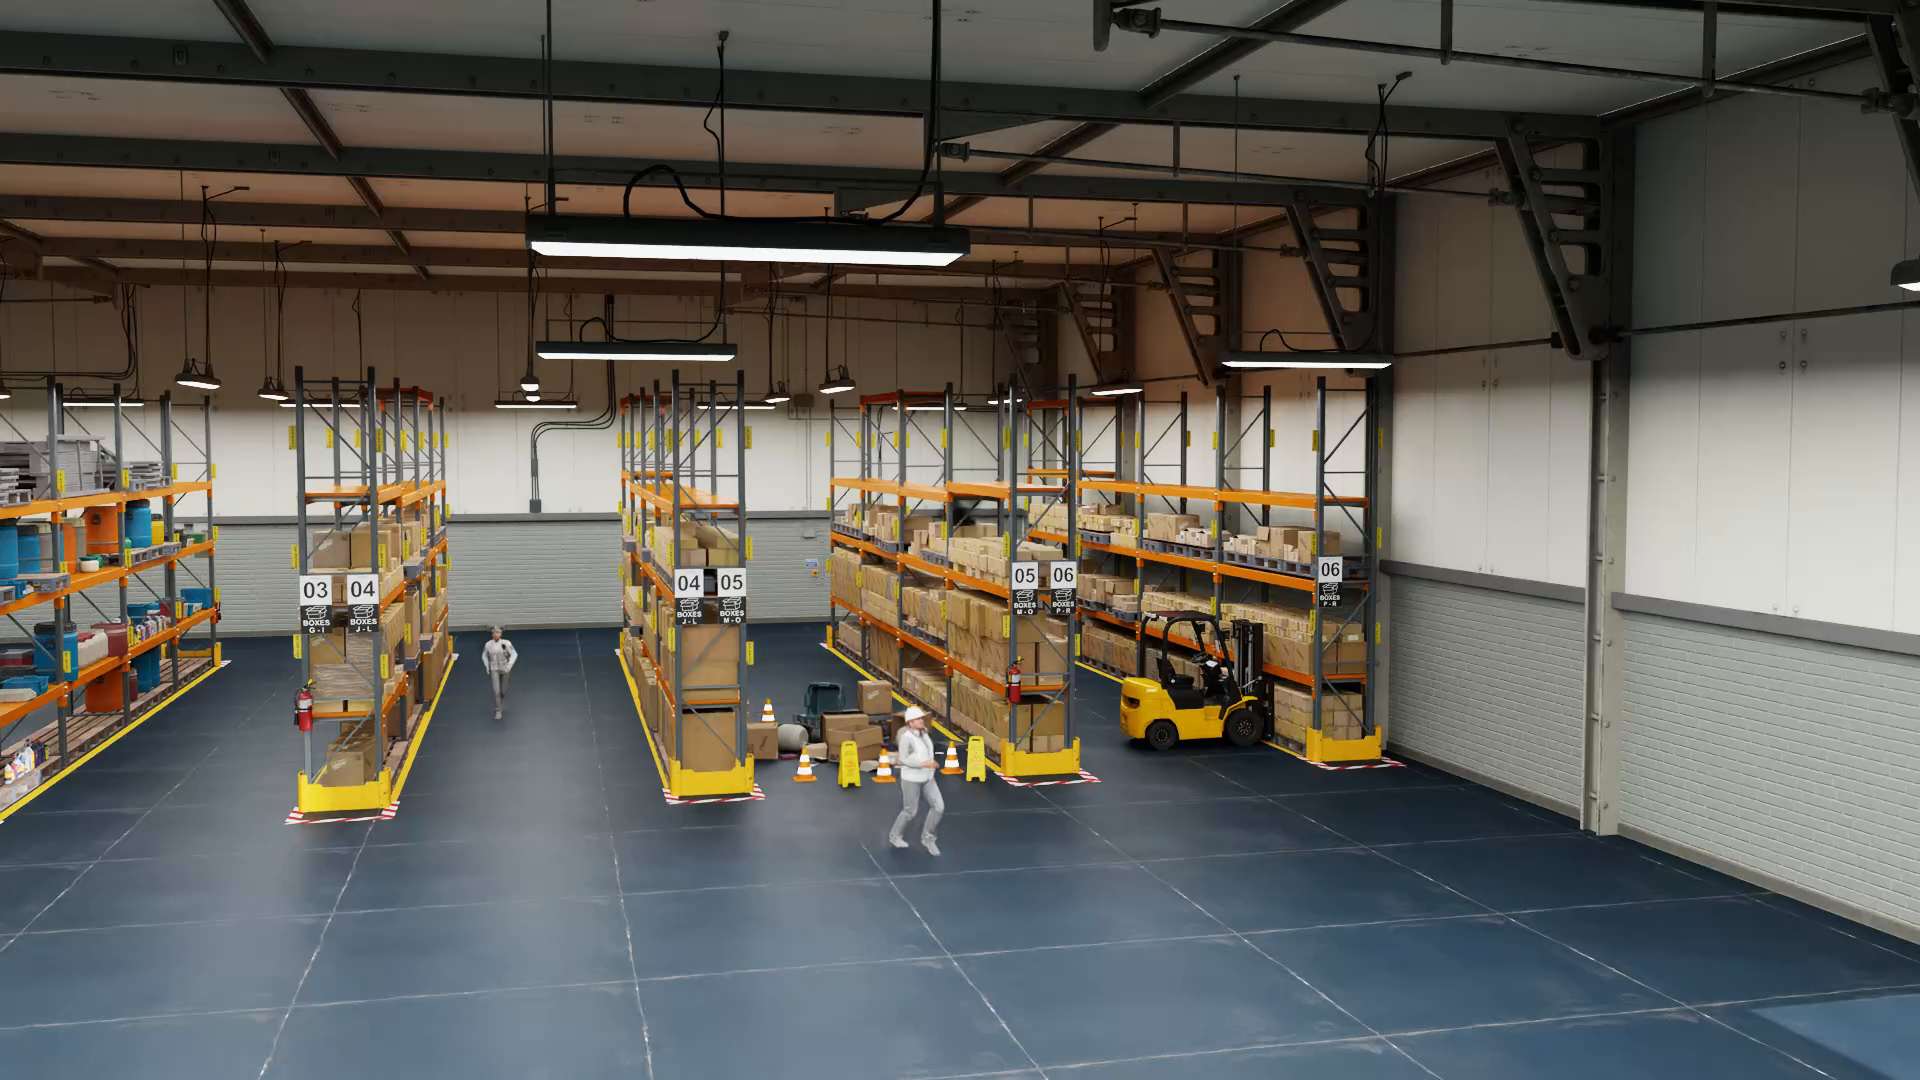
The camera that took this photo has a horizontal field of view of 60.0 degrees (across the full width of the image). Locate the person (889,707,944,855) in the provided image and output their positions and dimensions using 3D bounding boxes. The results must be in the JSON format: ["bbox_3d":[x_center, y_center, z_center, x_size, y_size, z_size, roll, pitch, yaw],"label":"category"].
[{"bbox_3d":[-0.531,2.926,20.182,0.734,1.822,0.658,3,4,38],"label":"person"}]

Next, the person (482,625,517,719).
[{"bbox_3d":[-8.365,2.373,30.225,0.624,1.699,0.660,-1,3,-12],"label":"person"}]
